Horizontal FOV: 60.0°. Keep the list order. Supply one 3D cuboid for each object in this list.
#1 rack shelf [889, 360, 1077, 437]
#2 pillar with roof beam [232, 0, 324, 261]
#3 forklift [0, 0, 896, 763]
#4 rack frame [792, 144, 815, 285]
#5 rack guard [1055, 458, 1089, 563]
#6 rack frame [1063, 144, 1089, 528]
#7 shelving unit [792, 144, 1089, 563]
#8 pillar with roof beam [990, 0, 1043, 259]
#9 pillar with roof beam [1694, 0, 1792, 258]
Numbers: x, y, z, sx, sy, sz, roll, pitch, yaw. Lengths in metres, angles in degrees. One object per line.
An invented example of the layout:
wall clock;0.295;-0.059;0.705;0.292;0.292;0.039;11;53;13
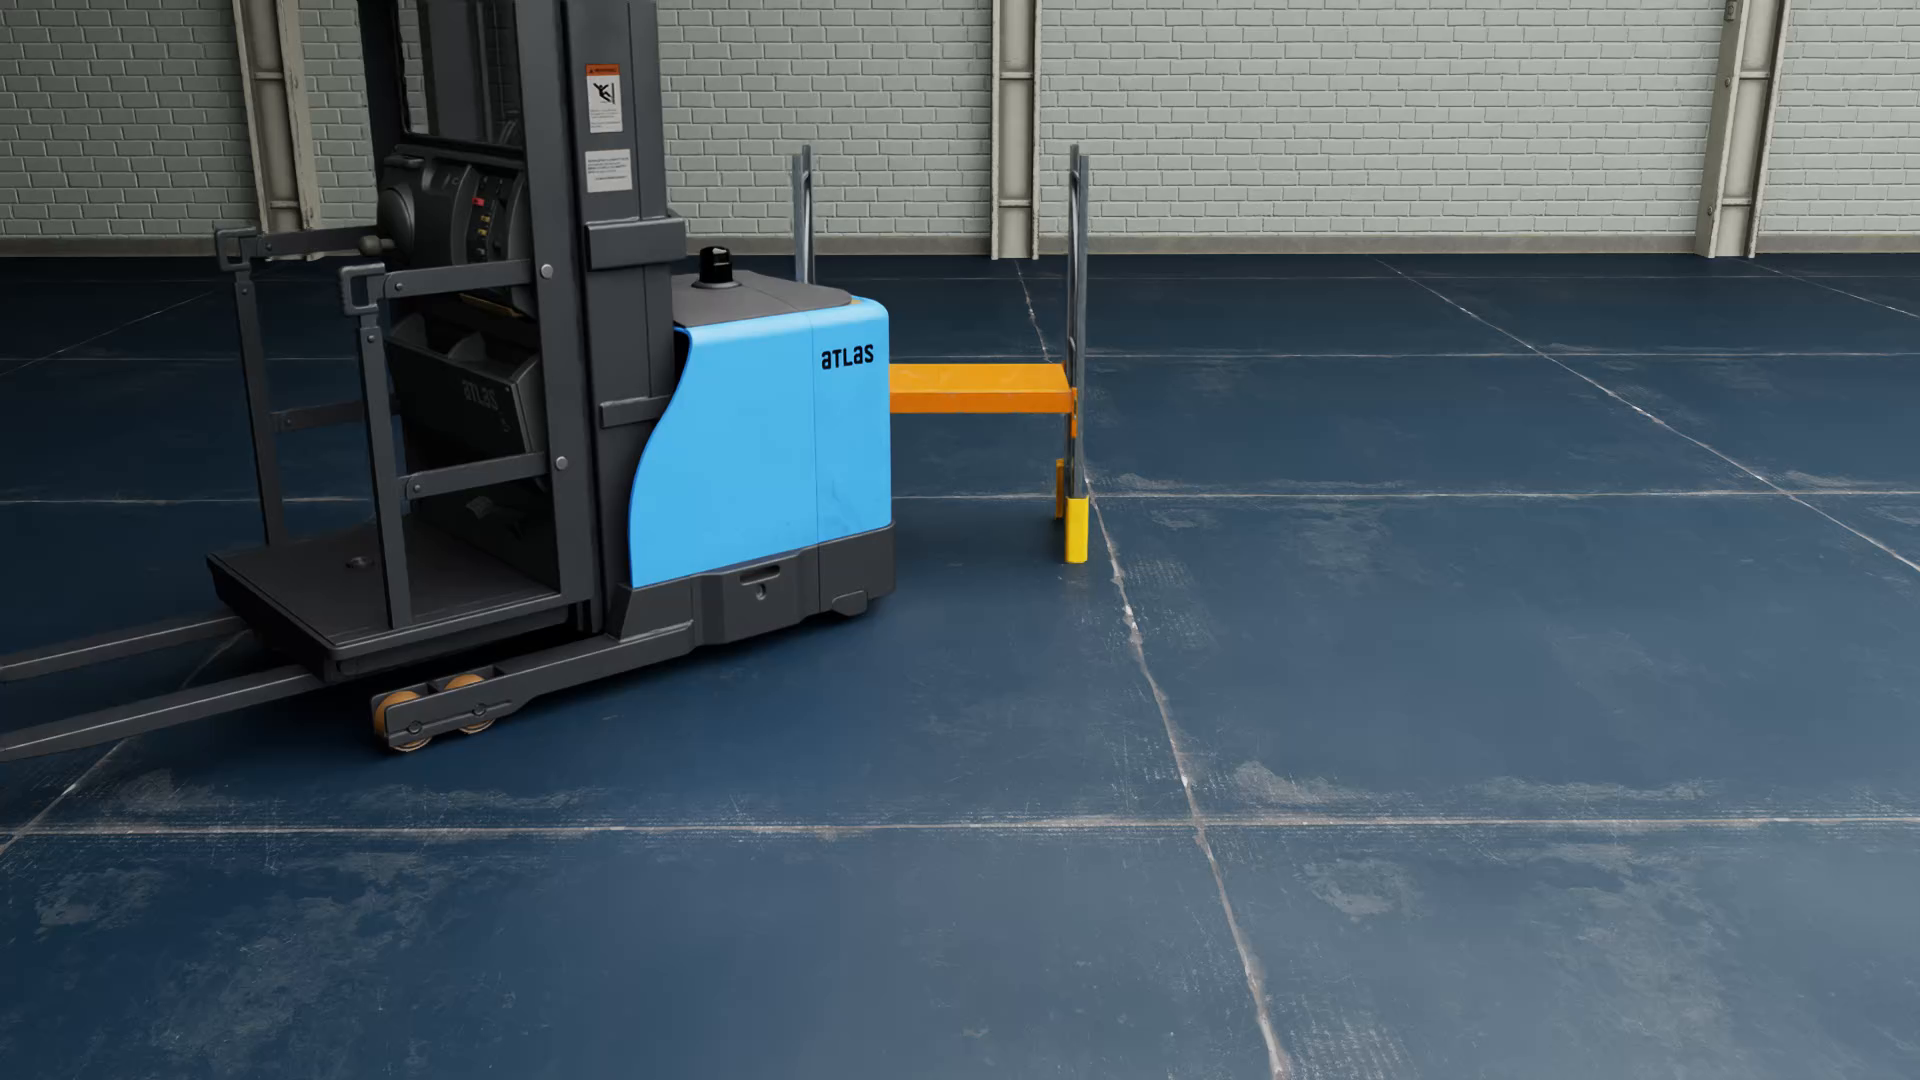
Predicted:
rack shelf;-0.070;-0.546;6.383;1.000;0.185;0.538;0;18;-1
pillar with roof beam;-5.477;-5.322;8.405;0.400;9.000;9.100;0;18;-1
forklift;-1.672;-0.980;4.804;3.031;2.935;1.130;-15;23;-38
rack frame;-0.579;-0.716;6.323;0.032;1.500;0.500;0;18;-1
rack guard;0.437;-0.124;6.524;0.087;0.250;0.587;0;18;-1
rack frame;0.438;-0.719;6.333;0.032;1.500;0.500;0;18;-1
shelving unit;-0.061;-0.717;6.328;1.083;1.500;0.587;0;18;-1
pillar with roof beam;0.522;-5.351;8.495;0.400;9.000;9.100;0;18;-1
pillar with roof beam;6.521;-5.380;8.585;0.400;9.000;9.100;0;18;-1
